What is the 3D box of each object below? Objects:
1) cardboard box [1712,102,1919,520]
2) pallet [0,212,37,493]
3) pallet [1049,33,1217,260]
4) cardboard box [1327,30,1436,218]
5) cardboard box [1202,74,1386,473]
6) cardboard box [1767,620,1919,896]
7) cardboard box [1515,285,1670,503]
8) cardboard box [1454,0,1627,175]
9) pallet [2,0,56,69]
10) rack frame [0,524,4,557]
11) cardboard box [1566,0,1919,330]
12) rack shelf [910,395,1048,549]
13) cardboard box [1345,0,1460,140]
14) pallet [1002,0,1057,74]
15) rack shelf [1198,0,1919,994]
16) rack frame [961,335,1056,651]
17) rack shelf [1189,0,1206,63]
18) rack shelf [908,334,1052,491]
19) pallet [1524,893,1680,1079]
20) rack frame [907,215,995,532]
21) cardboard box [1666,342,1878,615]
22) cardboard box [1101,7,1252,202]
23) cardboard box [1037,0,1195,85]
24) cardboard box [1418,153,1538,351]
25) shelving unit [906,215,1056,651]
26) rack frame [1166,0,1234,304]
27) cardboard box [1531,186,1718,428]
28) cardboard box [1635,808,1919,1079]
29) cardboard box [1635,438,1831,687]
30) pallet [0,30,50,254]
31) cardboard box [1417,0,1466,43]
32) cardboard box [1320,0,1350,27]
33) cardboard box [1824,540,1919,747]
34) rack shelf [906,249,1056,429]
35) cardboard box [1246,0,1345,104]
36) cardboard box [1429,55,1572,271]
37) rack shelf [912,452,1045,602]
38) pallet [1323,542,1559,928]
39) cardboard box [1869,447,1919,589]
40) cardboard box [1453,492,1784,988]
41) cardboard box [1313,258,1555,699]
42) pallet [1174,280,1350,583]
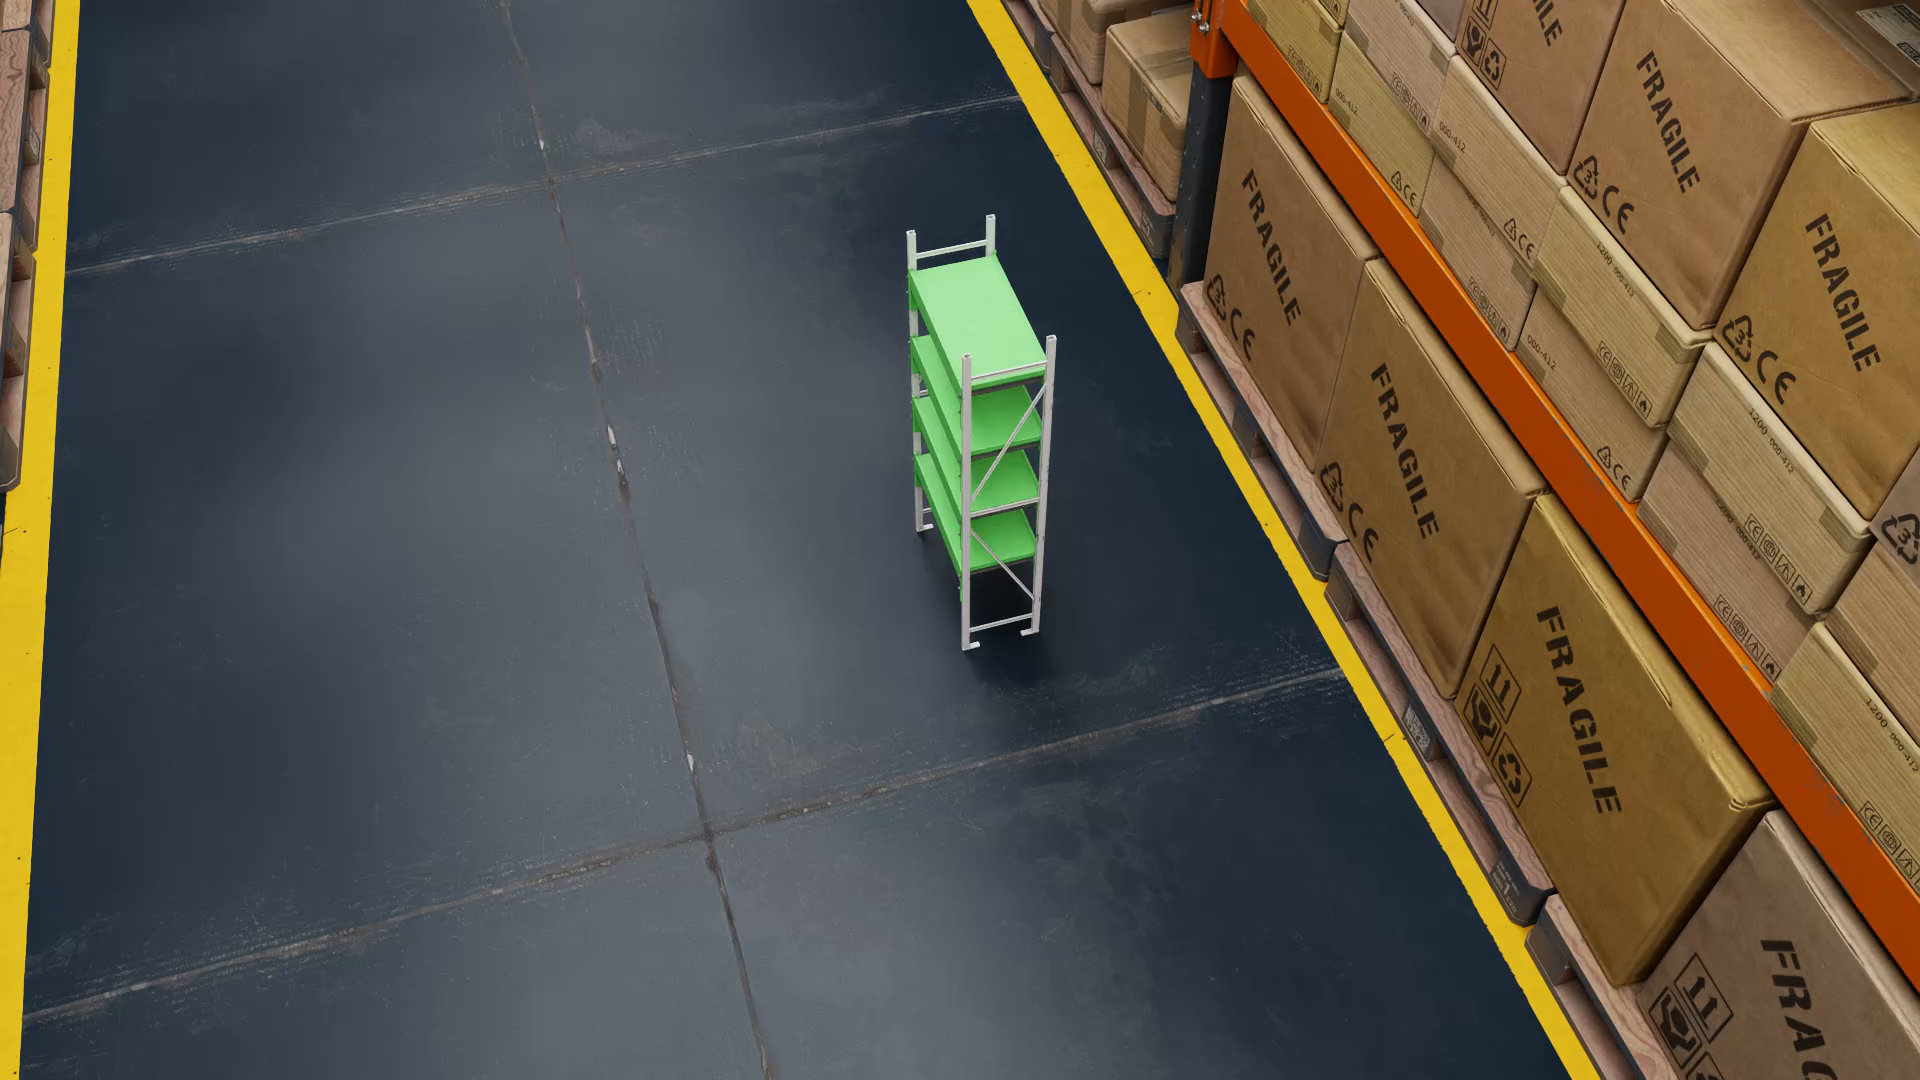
[{"bbox_3d":[1.763,-0.426,2.928,0.500,0.500,0.500,-12,51,-10],"label":"cardboard box"},{"bbox_3d":[-3.703,-0.559,5.583,1.003,0.211,1.213,-13,51,-11],"label":"pallet"},{"bbox_3d":[1.014,-1.645,6.498,1.003,0.211,1.213,-13,51,-11],"label":"pallet"},{"bbox_3d":[1.317,-1.139,4.346,0.500,0.250,0.500,-15,51,-12],"label":"cardboard box"},{"bbox_3d":[1.368,-0.900,5.162,0.875,0.875,0.875,-14,51,-11],"label":"cardboard box"},{"bbox_3d":[1.903,0.355,3.087,0.500,0.250,0.500,-14,51,-11],"label":"cardboard box"},{"bbox_3d":[1.615,-0.395,3.719,0.500,0.250,0.500,-13,51,-11],"label":"cardboard box"},{"bbox_3d":[1.450,-1.170,3.555,0.500,0.500,0.500,-12,51,-10],"label":"cardboard box"},{"bbox_3d":[-4.425,-2.341,7.085,1.003,0.211,1.213,-13,51,-11],"label":"pallet"},{"bbox_3d":[-3.497,-0.847,4.002,1.000,3.000,0.127,-13,51,-11],"label":"rack frame"},{"bbox_3d":[1.596,-0.801,3.244,0.500,0.500,0.500,-13,51,-10],"label":"cardboard box"},{"bbox_3d":[0.049,-0.225,4.738,0.258,0.148,0.480,-13,51,-11],"label":"rack shelf"},{"bbox_3d":[1.309,-1.281,4.140,0.500,0.250,0.500,-12,51,-10],"label":"cardboard box"},{"bbox_3d":[0.657,-2.534,7.248,1.003,0.211,1.213,-13,51,-11],"label":"pallet"},{"bbox_3d":[1.835,-0.280,3.994,1.077,0.370,4.000,-13,51,-11],"label":"rack shelf"},{"bbox_3d":[0.121,-0.088,4.539,0.240,1.200,0.015,-13,51,-11],"label":"rack frame"},{"bbox_3d":[0.652,-3.201,6.457,1.077,0.370,4.000,-13,51,-11],"label":"rack shelf"},{"bbox_3d":[0.049,-0.379,4.555,0.258,0.148,0.480,-13,51,-11],"label":"rack shelf"},{"bbox_3d":[2.126,1.301,4.015,1.003,0.211,1.213,-13,51,-11],"label":"pallet"},{"bbox_3d":[-0.023,-0.444,4.840,0.240,1.200,0.015,-13,51,-11],"label":"rack frame"},{"bbox_3d":[1.750,-0.171,3.203,0.500,0.250,0.500,-12,51,-10],"label":"cardboard box"},{"bbox_3d":[1.086,-1.676,6.145,0.950,0.372,0.625,-16,52,-13],"label":"cardboard box"},{"bbox_3d":[0.860,-2.213,6.598,0.950,0.372,0.625,-14,51,-12],"label":"cardboard box"},{"bbox_3d":[1.466,-0.754,4.022,0.500,0.250,0.500,-12,51,-10],"label":"cardboard box"},{"bbox_3d":[0.049,-0.266,4.689,0.258,1.200,0.503,-13,51,-11],"label":"shelving unit"},{"bbox_3d":[1.243,-1.972,4.951,1.000,3.000,0.127,-13,51,-11],"label":"rack frame"},{"bbox_3d":[1.582,-0.541,3.515,0.500,0.250,0.500,-13,51,-10],"label":"cardboard box"},{"bbox_3d":[2.167,1.064,3.506,0.875,0.875,0.875,-12,51,-10],"label":"cardboard box"},{"bbox_3d":[1.772,-0.018,3.402,0.500,0.250,0.500,-15,51,-12],"label":"cardboard box"},{"bbox_3d":[-4.060,-1.448,6.333,1.003,0.211,1.213,-13,51,-11],"label":"pallet"},{"bbox_3d":[1.312,-1.551,3.876,0.500,0.500,0.500,-13,51,-11],"label":"cardboard box"},{"bbox_3d":[1.157,-1.659,4.458,0.500,0.250,0.500,-14,51,-11],"label":"cardboard box"},{"bbox_3d":[1.909,0.206,2.886,0.500,0.250,0.500,-12,51,-10],"label":"cardboard box"},{"bbox_3d":[0.049,-0.534,4.371,0.258,0.148,0.480,-13,51,-11],"label":"rack shelf"},{"bbox_3d":[1.148,-1.510,4.659,0.500,0.250,0.500,-14,51,-12],"label":"cardboard box"},{"bbox_3d":[1.445,-0.915,3.830,0.500,0.250,0.500,-13,51,-11],"label":"cardboard box"},{"bbox_3d":[0.049,-0.070,4.922,0.258,0.148,0.480,-13,51,-11],"label":"rack shelf"},{"bbox_3d":[1.762,0.409,4.767,1.003,0.211,1.213,-13,51,-11],"label":"pallet"},{"bbox_3d":[1.894,-0.051,2.612,0.500,0.500,0.500,-12,51,-10],"label":"cardboard box"},{"bbox_3d":[1.892,0.406,4.061,0.875,0.875,0.875,-12,51,-10],"label":"cardboard box"},{"bbox_3d":[1.628,-0.247,4.612,0.875,0.875,0.875,-13,51,-11],"label":"cardboard box"},{"bbox_3d":[1.405,-0.481,5.517,1.003,0.211,1.213,-13,51,-11],"label":"pallet"}]
